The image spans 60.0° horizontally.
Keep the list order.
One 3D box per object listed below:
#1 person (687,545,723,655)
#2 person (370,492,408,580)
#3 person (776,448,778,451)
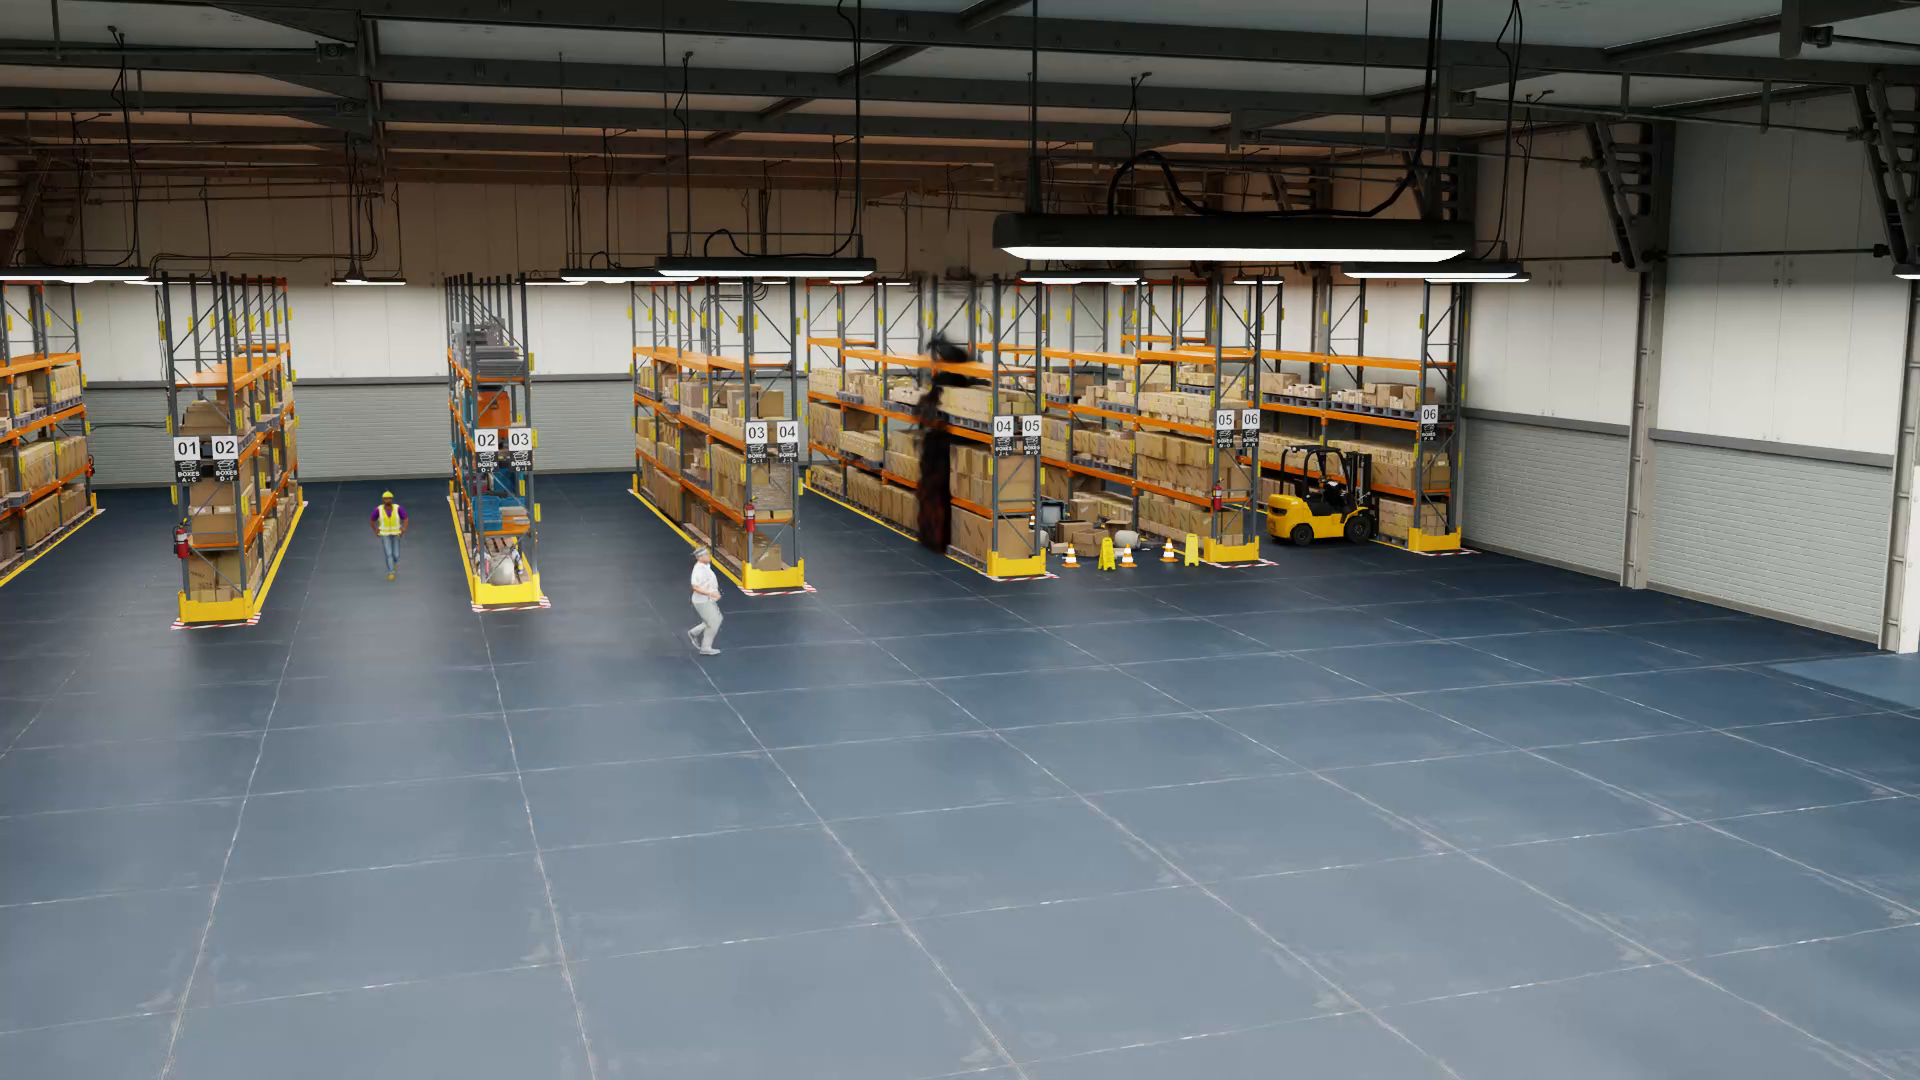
[{"bbox_3d":[-4.016,0.938,26.129,0.626,1.732,0.660,1,9,4],"label":"person"},{"bbox_3d":[-11.348,-0.109,33.097,0.719,1.736,0.751,-4,10,-25],"label":"person"},{"bbox_3d":[-4.943,-1.898,45.841,0.571,1.473,0.604,-1,9,-7],"label":"person"}]
